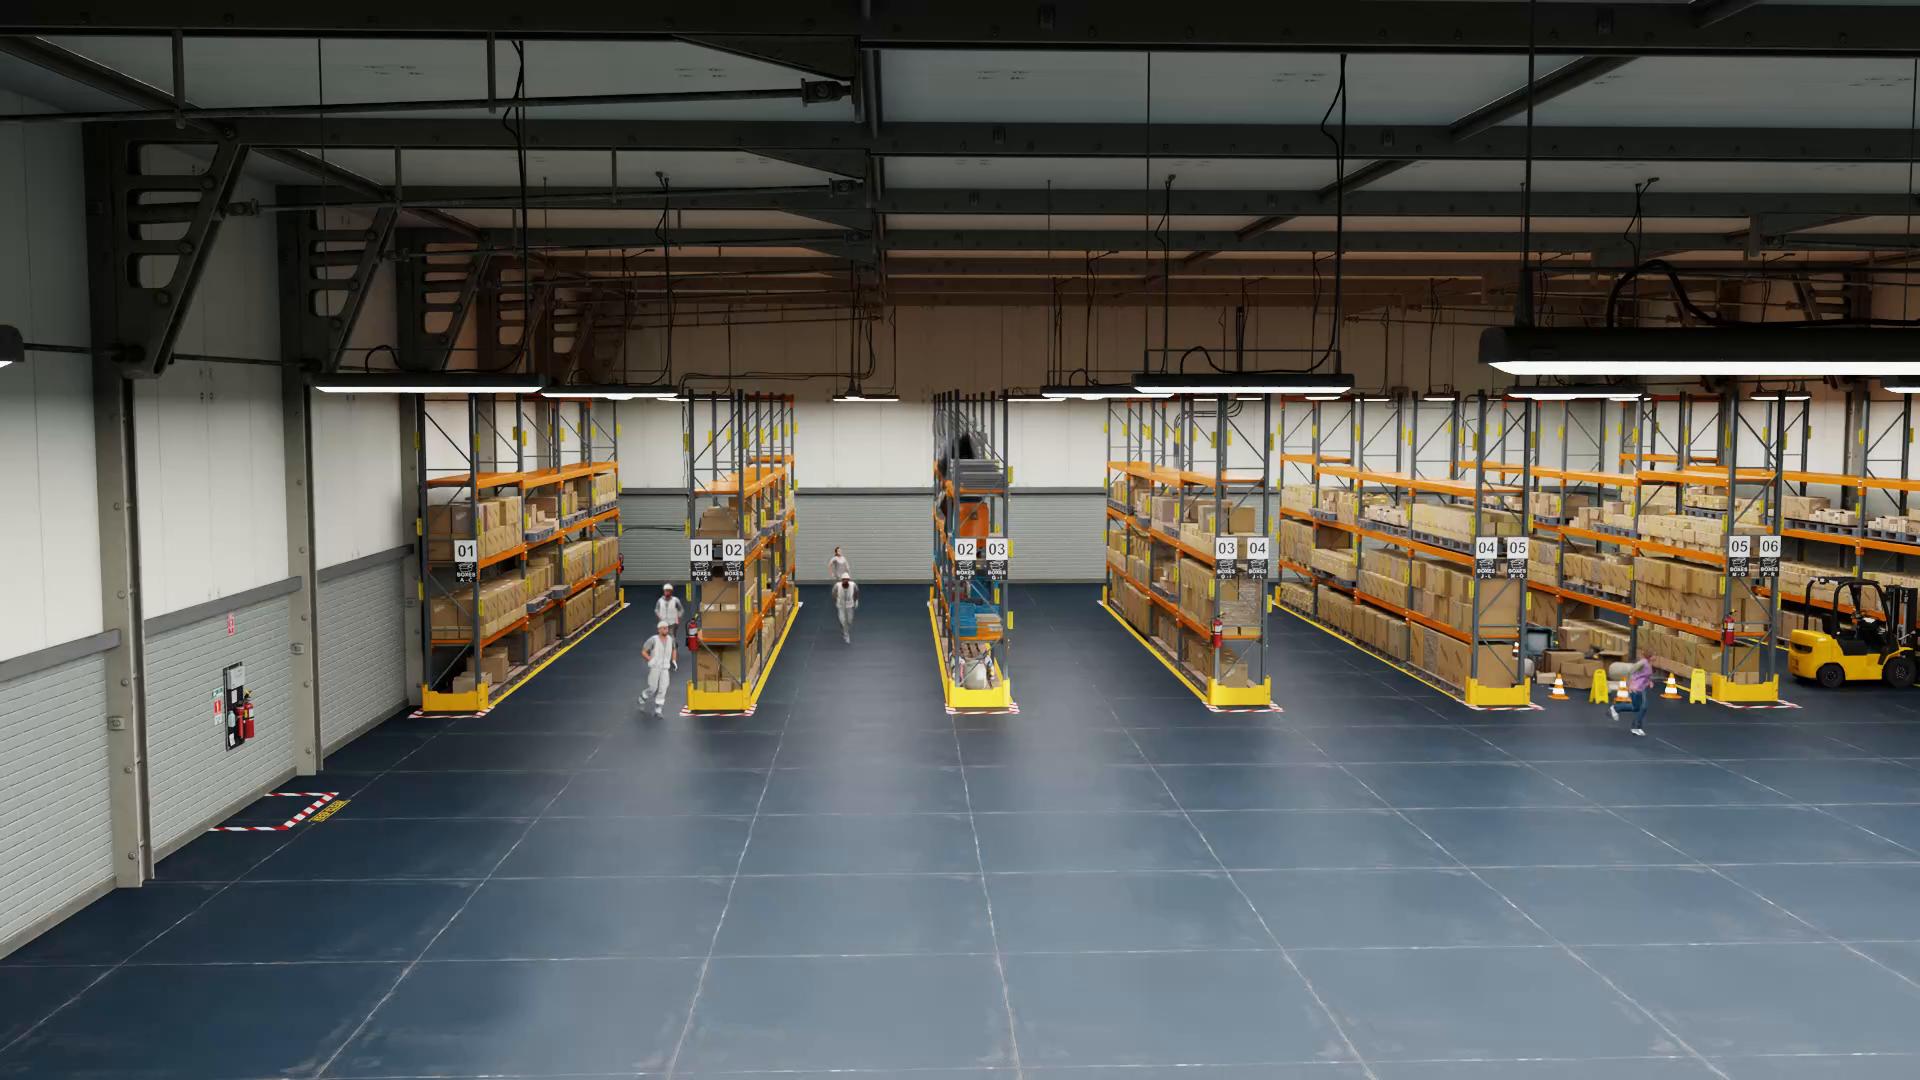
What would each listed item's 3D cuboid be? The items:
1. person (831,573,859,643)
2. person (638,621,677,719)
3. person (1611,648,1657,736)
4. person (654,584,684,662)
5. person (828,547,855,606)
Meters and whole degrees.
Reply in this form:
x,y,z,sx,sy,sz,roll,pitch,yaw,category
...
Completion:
x,y,z,sx,sy,sz,roll,pitch,yaw,category
-2.762,1.625,40.035,0.675,1.704,0.762,0,5,-5,person
-5.503,2.355,30.529,0.690,1.754,0.807,-3,6,-36,person
11.746,2.623,28.995,0.768,1.534,0.536,4,6,43,person
-6.498,1.846,37.082,0.661,1.731,0.585,0,5,4,person
-3.377,1.030,47.327,0.793,1.668,0.610,4,6,38,person
